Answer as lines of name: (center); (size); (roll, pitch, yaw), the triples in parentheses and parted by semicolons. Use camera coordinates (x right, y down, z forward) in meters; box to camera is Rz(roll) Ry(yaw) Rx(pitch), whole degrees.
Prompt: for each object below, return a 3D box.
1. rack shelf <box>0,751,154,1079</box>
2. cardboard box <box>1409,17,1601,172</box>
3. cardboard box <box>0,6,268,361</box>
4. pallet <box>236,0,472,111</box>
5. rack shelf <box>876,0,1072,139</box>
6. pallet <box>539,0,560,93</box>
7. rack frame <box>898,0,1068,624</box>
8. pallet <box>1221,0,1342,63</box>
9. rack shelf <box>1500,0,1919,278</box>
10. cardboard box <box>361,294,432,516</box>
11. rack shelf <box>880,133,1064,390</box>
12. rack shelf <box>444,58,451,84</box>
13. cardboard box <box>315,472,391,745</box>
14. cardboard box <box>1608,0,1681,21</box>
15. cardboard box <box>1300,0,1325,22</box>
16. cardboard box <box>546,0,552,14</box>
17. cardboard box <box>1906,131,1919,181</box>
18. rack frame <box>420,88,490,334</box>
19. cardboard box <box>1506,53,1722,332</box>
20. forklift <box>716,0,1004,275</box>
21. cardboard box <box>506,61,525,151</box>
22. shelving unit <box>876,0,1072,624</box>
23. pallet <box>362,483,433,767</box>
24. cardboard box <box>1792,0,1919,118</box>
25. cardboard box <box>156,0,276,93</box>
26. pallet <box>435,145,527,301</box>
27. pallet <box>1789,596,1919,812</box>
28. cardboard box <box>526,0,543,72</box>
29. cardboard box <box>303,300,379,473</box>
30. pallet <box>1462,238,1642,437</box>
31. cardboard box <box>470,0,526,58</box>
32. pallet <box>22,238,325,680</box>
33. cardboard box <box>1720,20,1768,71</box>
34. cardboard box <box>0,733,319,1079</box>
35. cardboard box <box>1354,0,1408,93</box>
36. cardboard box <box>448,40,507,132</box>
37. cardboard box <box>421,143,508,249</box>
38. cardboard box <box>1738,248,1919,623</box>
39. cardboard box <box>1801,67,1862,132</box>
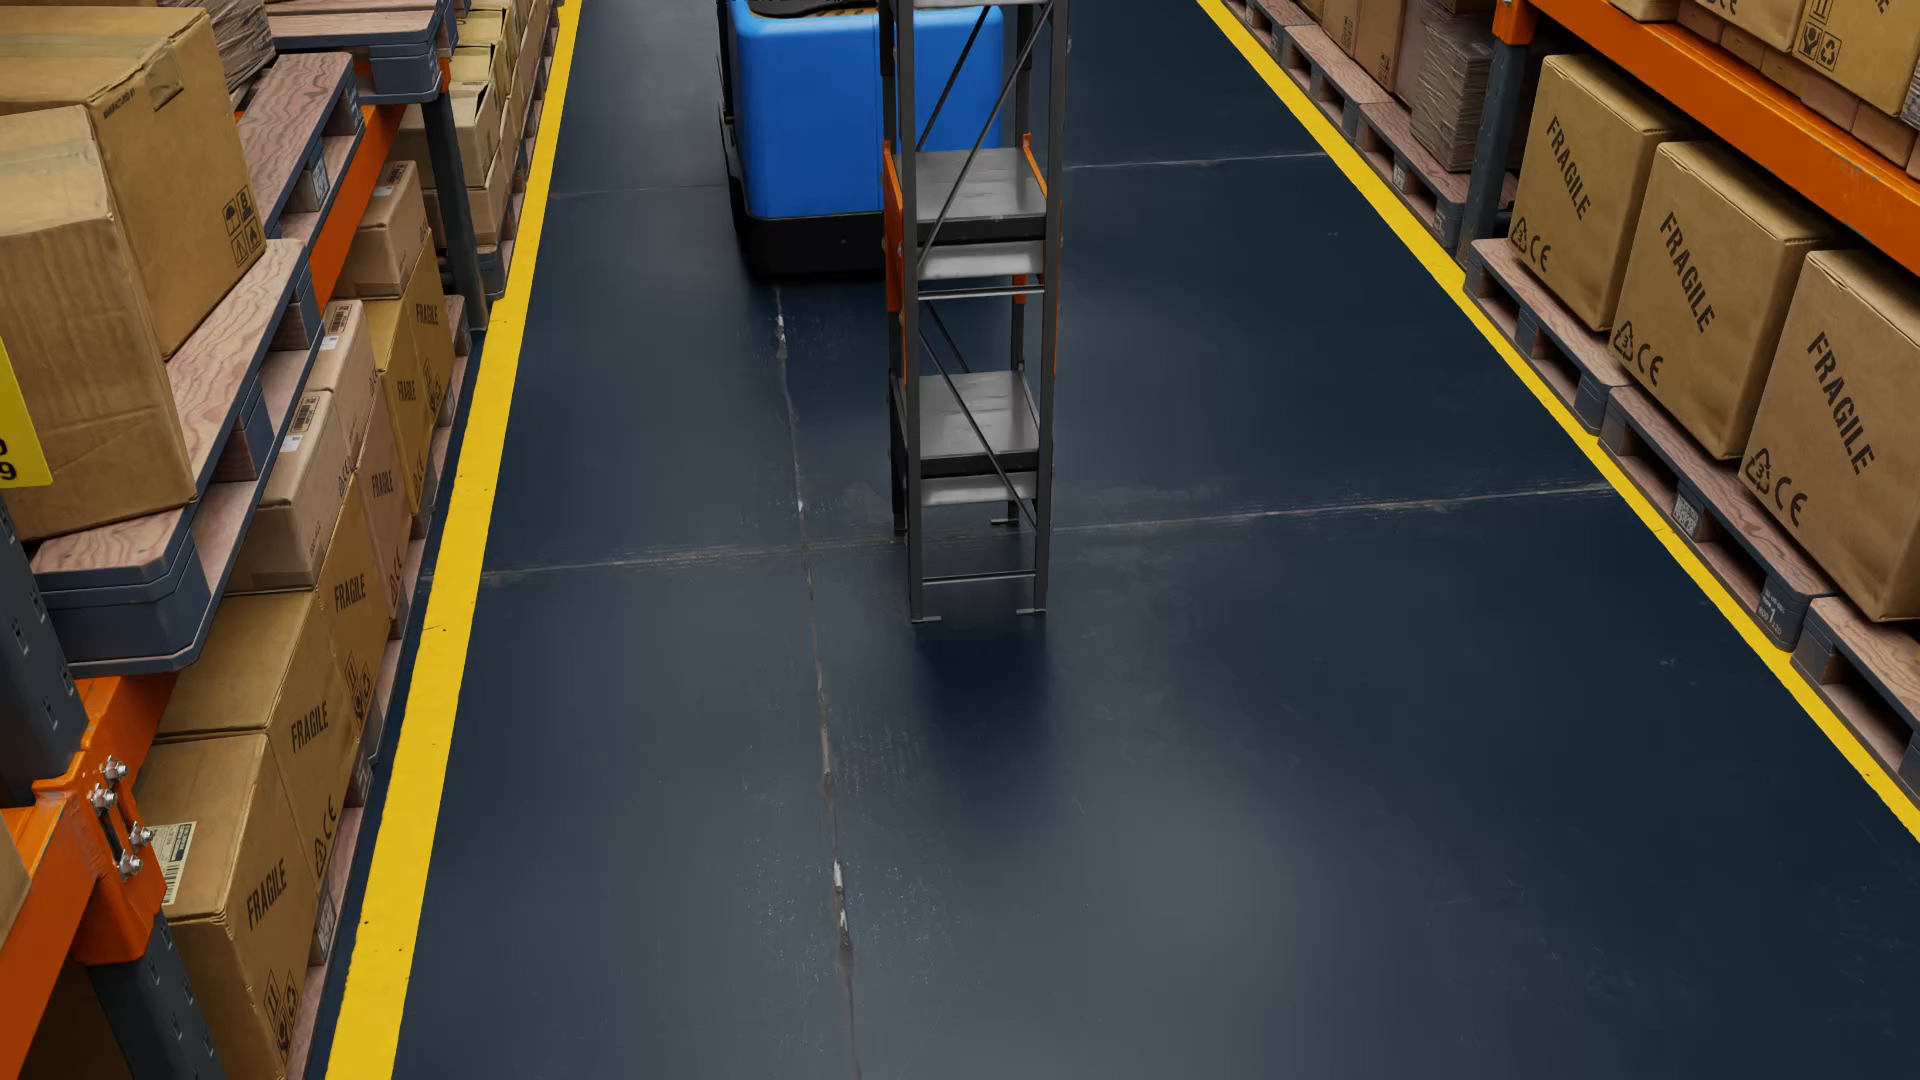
rack shelf: (-1.526, 1.611, 0.861); (1.077, 0.370, 4.000); (-4, 35, -6)
cardboard box: (2.427, -1.958, 7.289); (0.700, 0.500, 0.500); (-4, 34, -6)
cardboard box: (-1.792, -0.677, 3.119); (0.700, 0.500, 0.500); (1, 34, 1)
pallet: (-2.172, -1.582, 5.079); (1.213, 0.211, 1.003); (-4, 35, -6)
rack shelf: (0.022, -1.342, 4.137); (0.431, 0.518, 0.480); (-4, 35, -6)
pallet: (-2.733, -2.706, 9.033); (1.003, 0.211, 1.213); (-4, 35, -6)
rack frame: (0.055, -0.639, 4.323); (0.400, 2.100, 0.015); (-4, 35, -6)
pallet: (2.144, -3.057, 9.549); (1.003, 0.211, 1.213); (-4, 35, -6)
rack shelf: (2.844, -0.998, 4.690); (1.077, 0.370, 4.000); (-4, 35, -6)
cardboard box: (-1.905, -0.390, 4.988); (0.500, 0.500, 0.500); (-6, 35, -8)
rack shelf: (0.022, -0.764, 4.531); (0.431, 0.518, 0.480); (-4, 35, -6)
rack shelf: (-2.602, -2.853, 7.412); (1.077, 0.370, 4.000); (-4, 35, -6)
cardboard box: (-1.761, 0.184, 4.145); (0.500, 0.500, 0.500); (-4, 34, -6)
cardboard box: (2.367, -1.819, 5.461); (0.380, 0.149, 0.250); (-3, 34, -5)
cardboard box: (2.272, -3.099, 8.962); (0.700, 0.500, 0.500); (-5, 35, -7)
cardboard box: (-2.528, -3.094, 9.196); (0.500, 0.250, 0.500); (-5, 35, -7)
cardboard box: (2.660, -0.964, 4.206); (0.380, 0.149, 0.250); (-5, 35, -8)
rack frame: (-2.333, -2.035, 5.572); (1.000, 3.000, 0.127); (-4, 35, -6)
cardboard box: (2.544, -1.277, 5.996); (0.750, 0.750, 0.750); (-5, 35, -7)
forklift: (-0.575, -3.097, 7.191); (1.130, 2.935, 3.031); (-6, 35, -8)
cardboard box: (-2.256, -1.956, 7.526); (0.500, 0.250, 0.500); (-5, 35, -8)
shelving unit: (0.022, -0.775, 4.523); (0.431, 2.100, 0.503); (-4, 35, -6)
pallet: (-2.109, 0.217, 4.745); (1.003, 0.211, 1.213); (-4, 35, -6)
cardboard box: (2.592, -1.434, 4.320); (0.500, 0.500, 0.500); (-3, 34, -5)
cardboard box: (-2.203, -1.382, 4.152); (0.700, 0.500, 0.500); (2, 34, 3)
pallet: (-2.405, -1.345, 7.036); (1.003, 0.211, 1.213); (-4, 35, -6)
pallet: (2.935, 0.548, 4.259); (1.003, 0.211, 1.213); (-4, 35, -6)
cardboard box: (-2.392, -2.527, 8.363); (0.500, 0.250, 0.500); (-4, 34, -5)
cardboard box: (-1.821, -0.387, 4.318); (0.500, 0.250, 0.500); (-5, 35, -7)
pallet: (2.607, -0.814, 6.257); (1.003, 0.211, 1.213); (-4, 35, -6)
cardboard box: (-2.327, -2.482, 7.799); (0.500, 0.311, 0.500); (-5, 35, -7)
pallet: (-1.794, -0.177, 3.017); (1.003, 0.211, 1.213); (-4, 35, -6)
cardboard box: (2.567, -1.544, 5.057); (0.380, 0.149, 0.250); (-4, 34, -5)
cardboard box: (-1.618, 0.760, 3.300); (0.500, 0.500, 0.500); (-6, 35, -9)
cardboard box: (2.378, -2.530, 8.128); (0.700, 0.500, 0.500); (-5, 35, -7)
cardboard box: (-2.191, -1.911, 6.961); (0.500, 0.311, 0.500); (-5, 35, -8)
cardboard box: (-2.112, -1.386, 6.689); (0.500, 0.250, 0.500); (-4, 35, -7)
cardboard box: (2.775, -0.314, 4.582); (0.750, 0.750, 0.750); (-3, 34, -5)
cardboard box: (2.607, -1.260, 4.640); (0.380, 0.149, 0.250); (-4, 34, -6)
